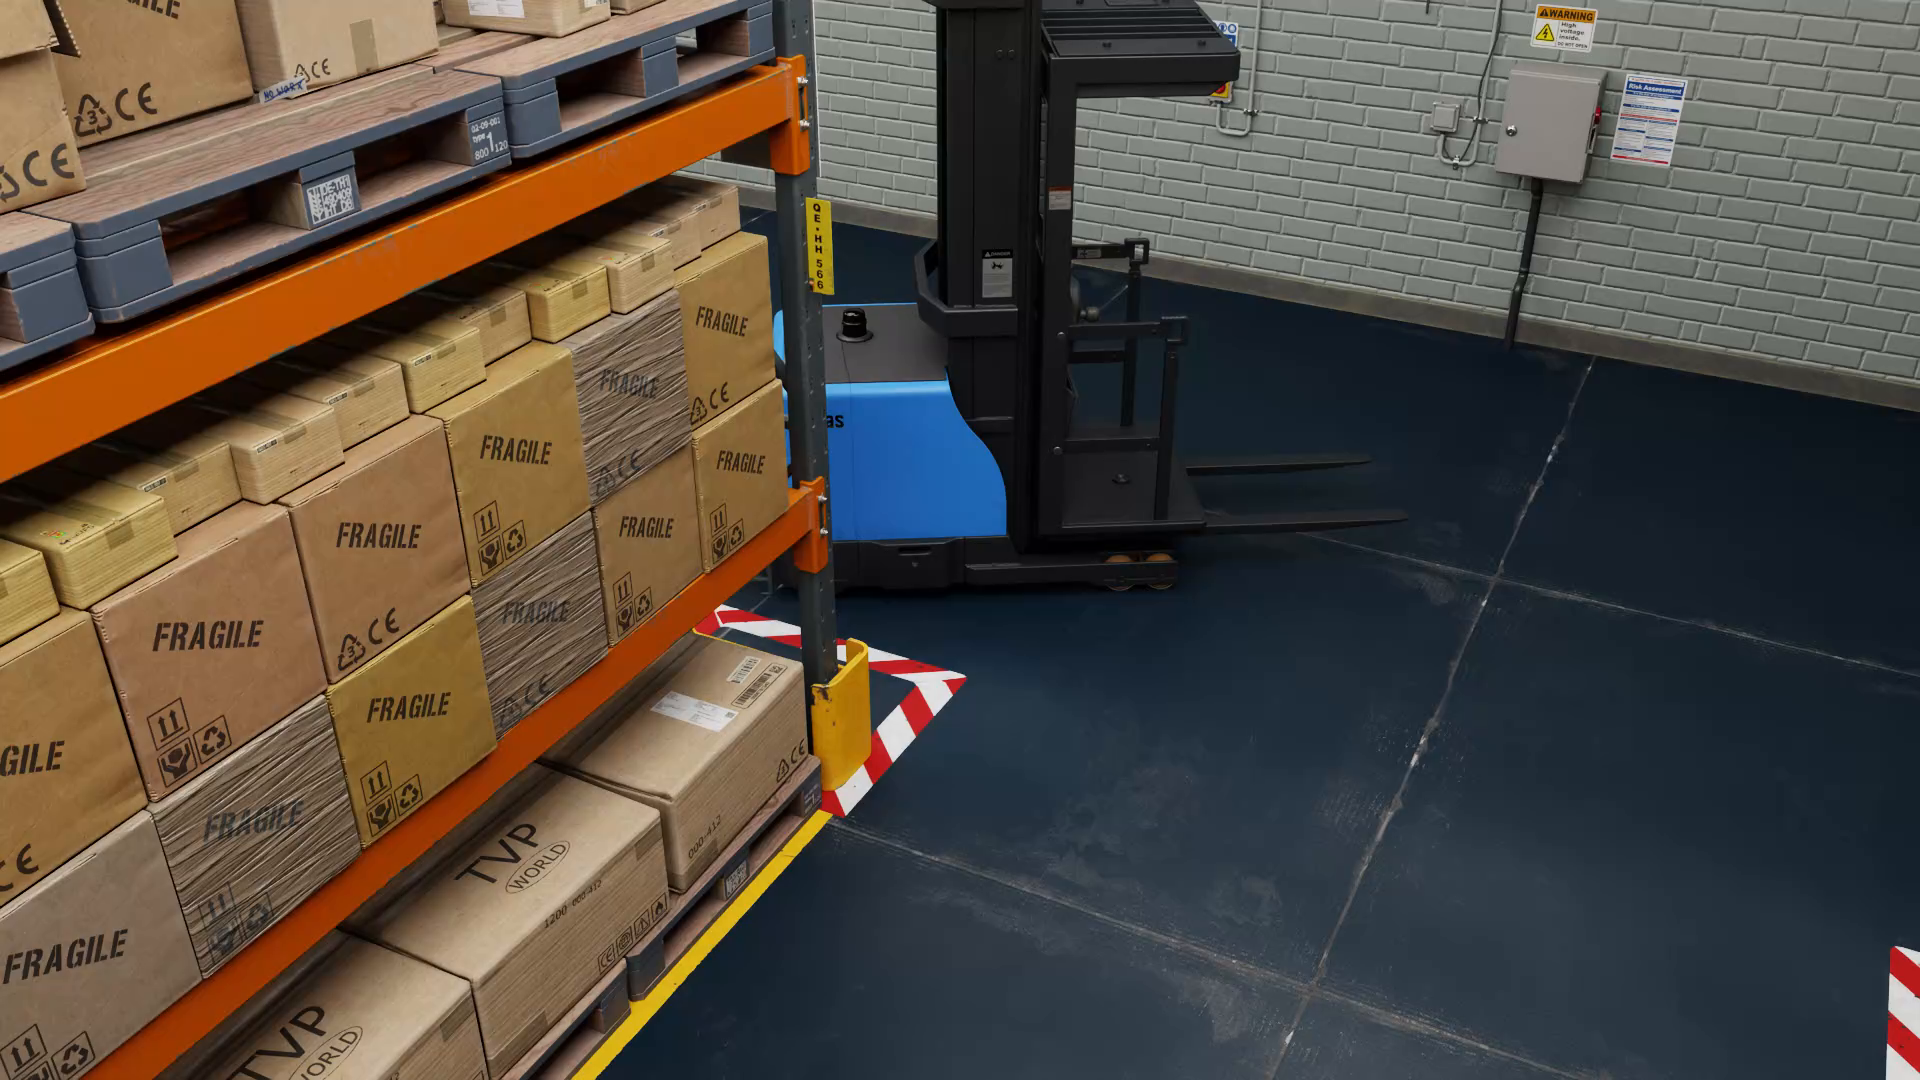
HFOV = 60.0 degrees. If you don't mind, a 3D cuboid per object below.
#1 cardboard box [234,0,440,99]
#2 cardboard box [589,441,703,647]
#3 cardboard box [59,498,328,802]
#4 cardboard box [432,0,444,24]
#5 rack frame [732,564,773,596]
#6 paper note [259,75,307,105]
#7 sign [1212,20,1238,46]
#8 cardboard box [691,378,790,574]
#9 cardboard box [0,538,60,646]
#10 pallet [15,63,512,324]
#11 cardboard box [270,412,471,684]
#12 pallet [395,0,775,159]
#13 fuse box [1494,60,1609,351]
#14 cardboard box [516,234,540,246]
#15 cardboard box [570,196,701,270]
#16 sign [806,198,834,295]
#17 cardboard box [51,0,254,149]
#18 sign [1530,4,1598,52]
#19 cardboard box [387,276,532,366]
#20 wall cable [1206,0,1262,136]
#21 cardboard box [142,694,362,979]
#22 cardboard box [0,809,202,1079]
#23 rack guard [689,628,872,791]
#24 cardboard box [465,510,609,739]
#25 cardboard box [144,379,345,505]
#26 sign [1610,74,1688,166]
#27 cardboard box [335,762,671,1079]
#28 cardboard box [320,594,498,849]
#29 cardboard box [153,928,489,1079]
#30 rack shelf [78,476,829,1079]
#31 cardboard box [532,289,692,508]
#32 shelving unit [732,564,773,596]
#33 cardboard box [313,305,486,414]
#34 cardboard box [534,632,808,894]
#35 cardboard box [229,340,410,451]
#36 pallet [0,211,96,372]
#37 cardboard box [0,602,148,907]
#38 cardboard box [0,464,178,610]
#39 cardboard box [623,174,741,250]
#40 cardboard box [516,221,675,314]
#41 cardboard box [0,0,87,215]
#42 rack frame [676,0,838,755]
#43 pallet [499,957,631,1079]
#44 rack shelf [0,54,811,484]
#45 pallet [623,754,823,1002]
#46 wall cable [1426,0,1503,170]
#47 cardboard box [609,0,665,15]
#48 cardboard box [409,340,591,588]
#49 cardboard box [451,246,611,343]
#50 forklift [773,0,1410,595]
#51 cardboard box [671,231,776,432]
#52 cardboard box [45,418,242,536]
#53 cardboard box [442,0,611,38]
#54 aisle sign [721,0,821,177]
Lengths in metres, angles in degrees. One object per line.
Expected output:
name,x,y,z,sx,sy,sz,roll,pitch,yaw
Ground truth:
cardboard box,-1.672,-1.336,4.119,0.500,0.311,0.500,15,33,24
cardboard box,-1.172,-0.051,5.226,0.500,0.500,0.500,14,33,22
cardboard box,-1.856,0.193,3.798,0.500,0.500,0.500,15,33,24
cardboard box,-1.646,-1.487,4.546,0.380,0.149,0.250,16,33,25
rack frame,-0.998,-0.262,7.502,0.240,1.200,0.015,-2,30,-4
paper note,-1.385,-0.922,3.405,0.006,0.032,0.123,14,33,23
sign,1.587,-3.161,10.470,0.327,0.218,0.001,14,33,23
cardboard box,-0.930,-0.270,5.607,0.500,0.500,0.500,14,33,24
cardboard box,-2.044,0.097,3.313,0.380,0.149,0.250,14,33,23
pallet,-1.829,-0.888,3.862,1.003,0.211,1.213,14,33,23
cardboard box,-1.625,-0.030,4.186,0.500,0.500,0.500,14,33,23
pallet,-1.275,-1.431,4.807,1.003,0.211,1.213,14,33,23
fuse box,3.406,-1.905,9.850,0.539,1.711,0.414,14,33,23
cardboard box,-1.410,-1.032,5.278,0.380,0.149,0.250,15,33,24
cardboard box,-1.025,-0.936,5.112,0.380,0.149,0.250,15,33,24
sign,-0.469,-0.976,5.537,0.100,0.325,0.005,14,33,23
cardboard box,-1.998,-1.210,3.711,0.500,0.500,0.500,15,33,24
sign,3.451,-2.927,9.505,0.339,0.242,0.001,14,33,23
cardboard box,-1.402,-0.600,4.527,0.380,0.149,0.250,14,33,23
wall cable,1.602,-3.459,10.210,0.585,1.953,0.123,14,33,23
cardboard box,-1.856,0.640,4.023,0.500,0.500,0.500,15,33,24
cardboard box,-2.088,0.859,3.642,0.500,0.500,0.500,15,33,24
rack guard,-0.935,0.573,6.750,1.175,0.500,0.348,14,33,23
cardboard box,-1.398,0.180,4.825,0.500,0.500,0.500,15,33,25
cardboard box,-1.683,-0.237,3.895,0.380,0.149,0.250,14,33,23
sign,3.940,-2.403,9.517,0.329,0.494,0.001,14,33,23
cardboard box,-1.567,1.152,5.384,0.875,0.438,0.875,15,33,25
cardboard box,-1.621,0.411,4.421,0.500,0.500,0.500,15,33,25
cardboard box,-1.979,1.551,4.688,0.875,0.438,0.875,13,32,22
rack shelf,-1.857,0.698,4.744,1.077,0.370,4.000,14,33,23
cardboard box,-1.166,-0.471,4.954,0.500,0.500,0.500,14,33,23
shelving unit,-1.016,-0.384,7.713,0.258,1.200,0.503,-2,30,-4
cardboard box,-1.464,-0.476,4.311,0.380,0.149,0.250,15,33,24
cardboard box,-1.158,0.744,6.093,0.875,0.438,0.875,13,32,22
cardboard box,-1.600,-0.364,4.115,0.380,0.149,0.250,15,33,25
pallet,-2.386,-0.350,2.924,1.003,0.211,1.213,14,33,23
cardboard box,-2.100,0.417,3.407,0.500,0.500,0.500,14,33,23
cardboard box,-1.897,-0.014,3.506,0.380,0.149,0.250,13,32,22
cardboard box,-0.931,-1.054,5.317,0.380,0.149,0.250,15,33,24
cardboard box,-1.068,-0.802,4.879,0.380,0.149,0.250,14,33,23
cardboard box,-2.182,-0.903,3.173,0.797,0.503,0.637,17,34,27
rack frame,-0.946,-0.500,6.109,1.000,3.000,0.127,14,33,23
pallet,-1.797,1.620,5.217,1.003,0.211,1.213,14,33,23
rack shelf,-1.857,-0.602,3.997,1.077,0.370,4.000,14,33,23
pallet,-1.241,1.081,6.155,1.003,0.211,1.213,14,33,23
wall cable,2.870,-3.129,9.667,0.588,1.984,0.122,14,33,23
cardboard box,-1.071,-1.742,4.887,0.500,0.250,0.500,11,32,19
cardboard box,-1.394,-0.253,4.573,0.500,0.500,0.500,14,33,23
cardboard box,-1.219,-0.700,4.701,0.380,0.149,0.250,15,33,24
forklift,0.628,-1.294,7.560,3.031,2.935,1.130,-2,30,-4
cardboard box,-0.954,-0.709,5.369,0.500,0.500,0.500,15,33,25
cardboard box,-1.856,-0.144,3.733,0.380,0.149,0.250,14,33,23
cardboard box,-1.191,-1.494,4.557,0.380,0.149,0.250,12,32,19
aisle sign,-0.637,-1.589,5.395,0.394,0.787,0.004,14,33,23
